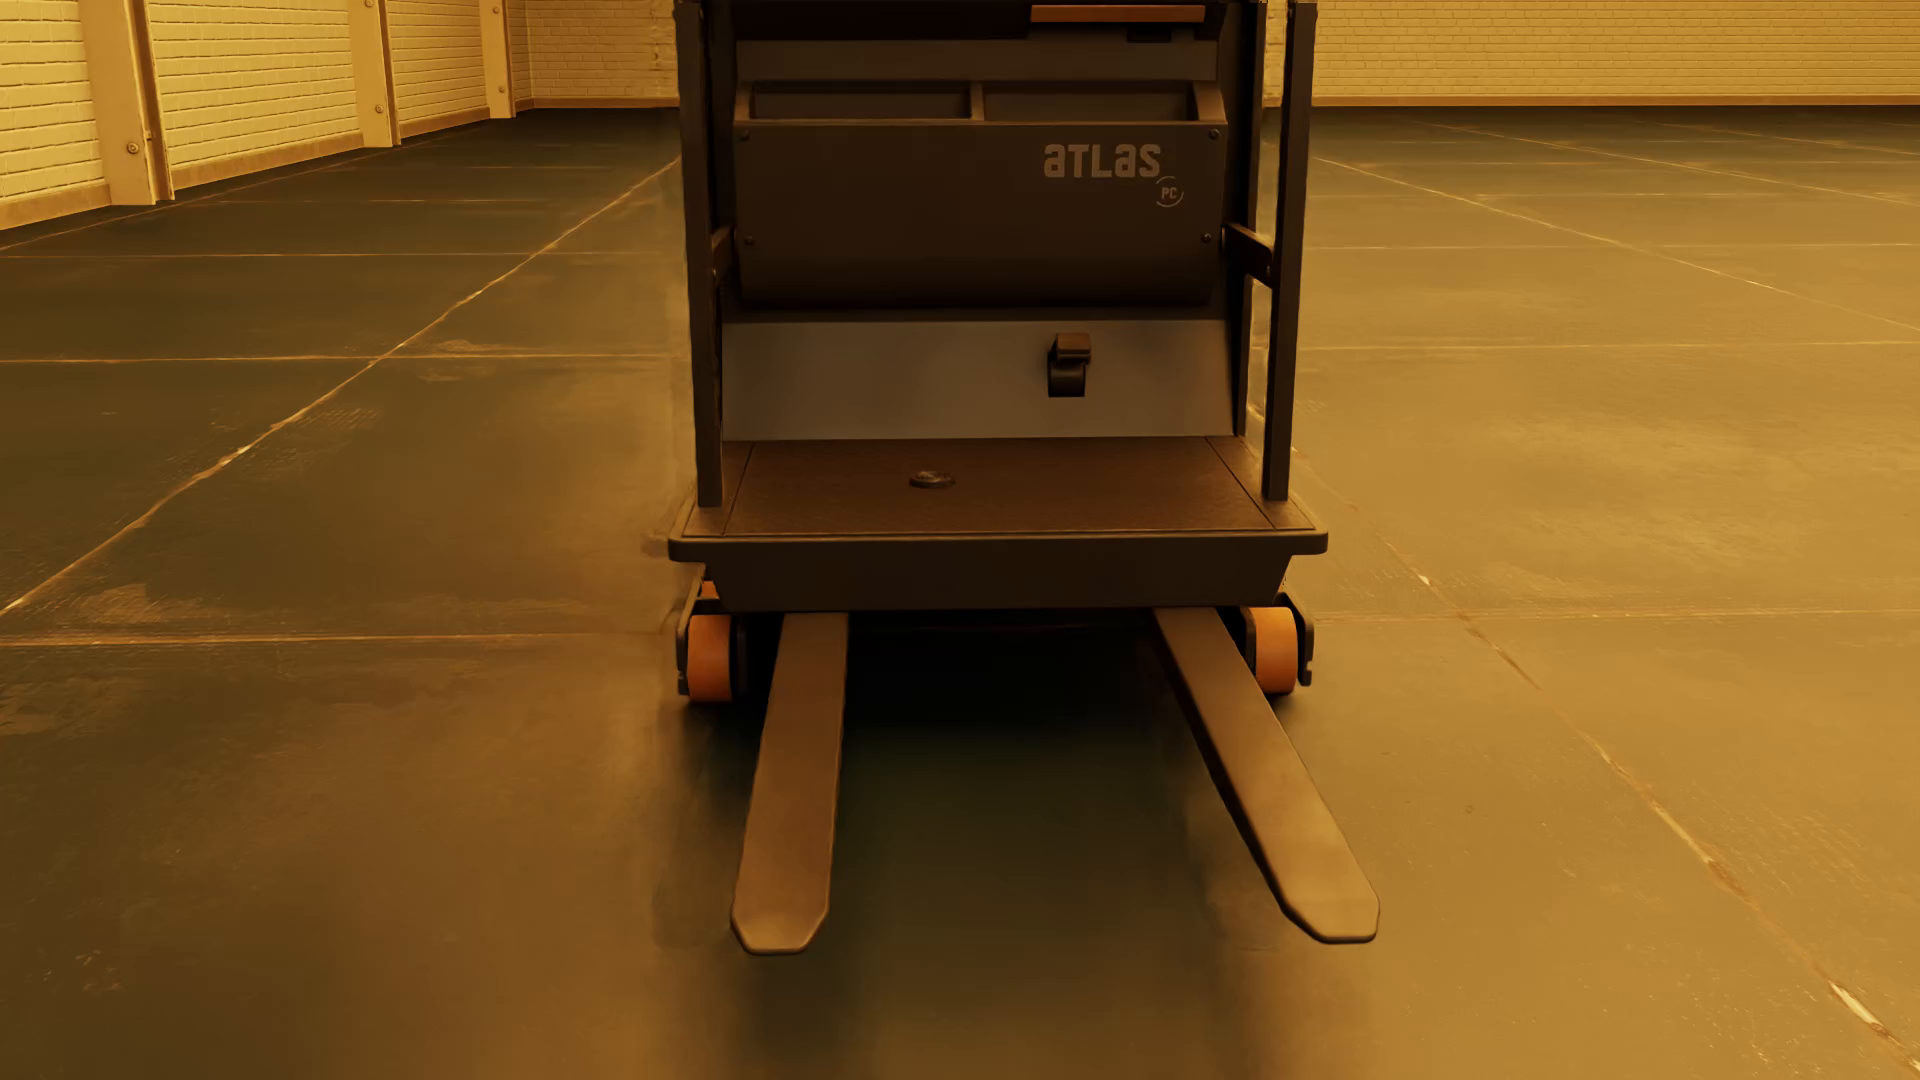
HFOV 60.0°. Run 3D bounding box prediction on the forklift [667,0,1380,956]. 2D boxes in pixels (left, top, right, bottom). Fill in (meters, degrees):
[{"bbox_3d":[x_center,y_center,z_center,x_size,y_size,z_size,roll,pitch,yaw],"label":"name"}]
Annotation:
[{"bbox_3d":[0.048,-1.203,2.841,1.130,2.935,3.031,-1,17,-2],"label":"forklift"}]
